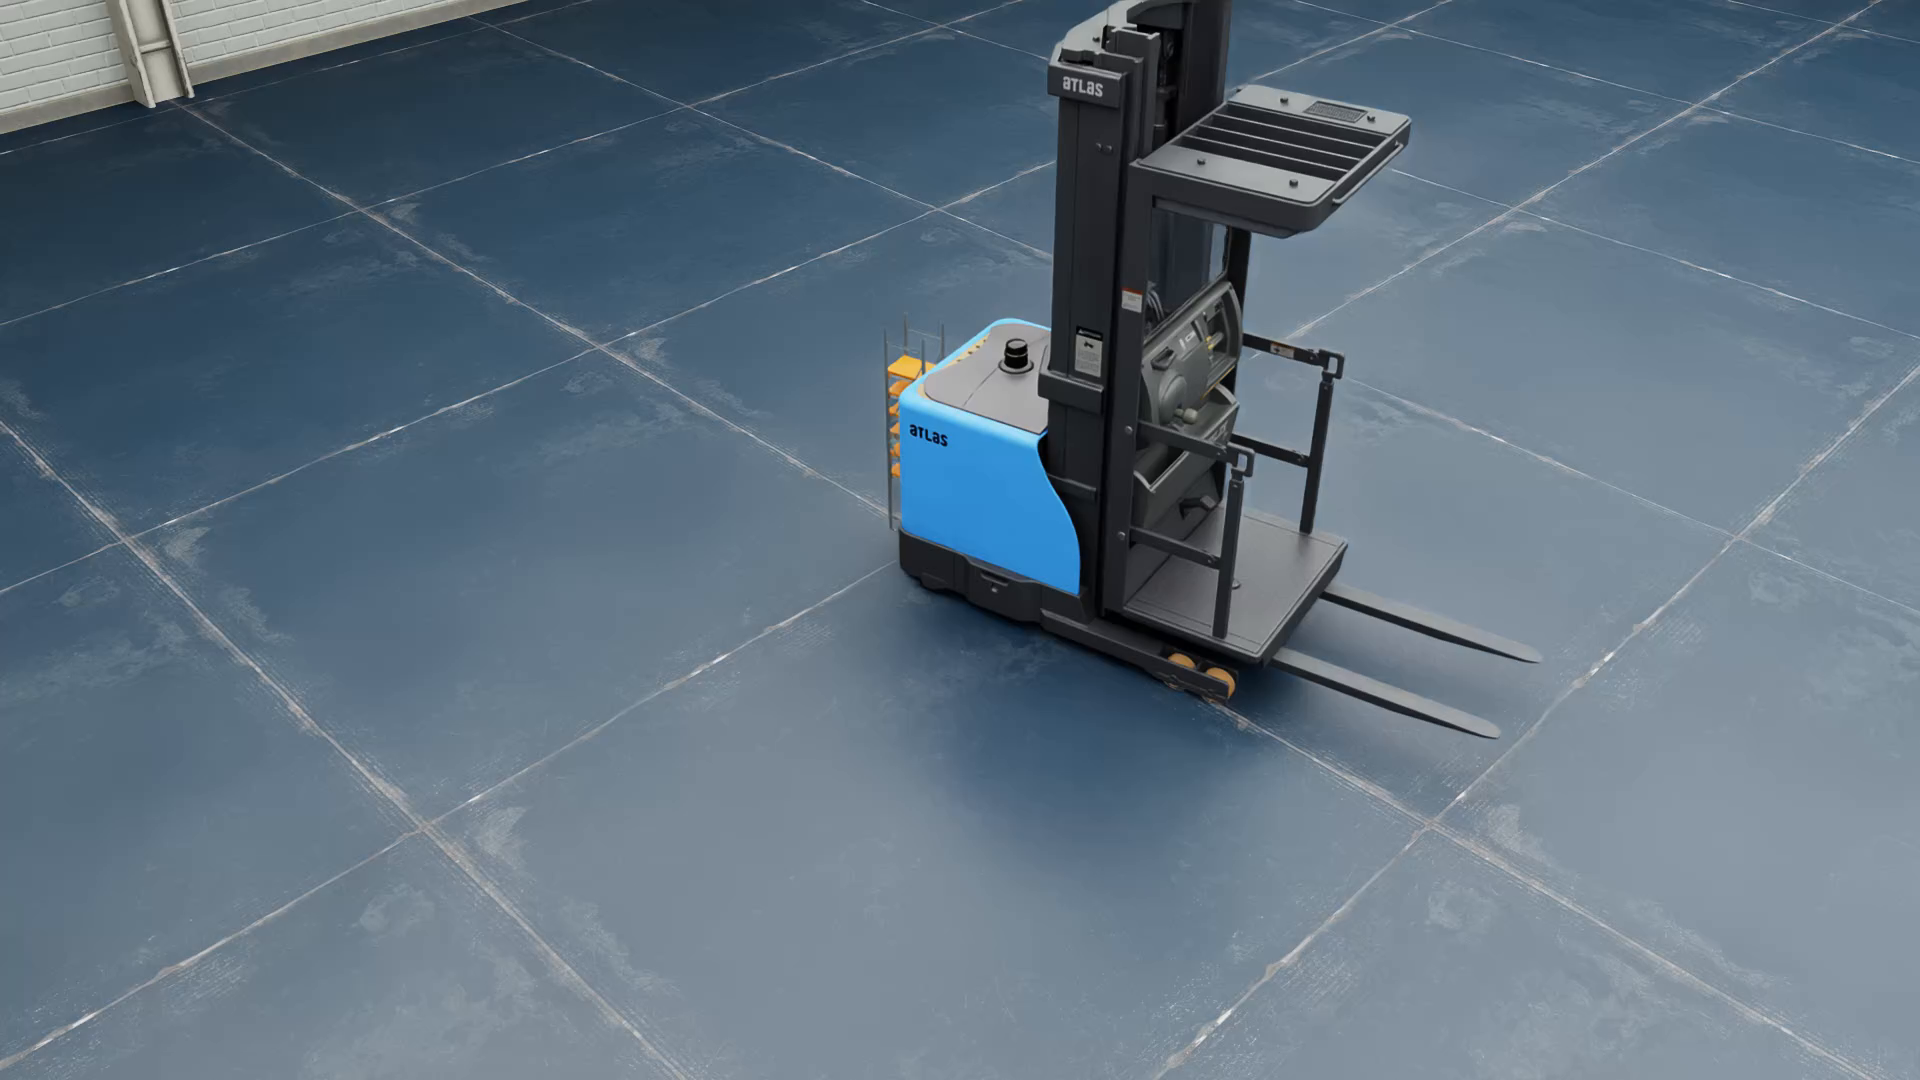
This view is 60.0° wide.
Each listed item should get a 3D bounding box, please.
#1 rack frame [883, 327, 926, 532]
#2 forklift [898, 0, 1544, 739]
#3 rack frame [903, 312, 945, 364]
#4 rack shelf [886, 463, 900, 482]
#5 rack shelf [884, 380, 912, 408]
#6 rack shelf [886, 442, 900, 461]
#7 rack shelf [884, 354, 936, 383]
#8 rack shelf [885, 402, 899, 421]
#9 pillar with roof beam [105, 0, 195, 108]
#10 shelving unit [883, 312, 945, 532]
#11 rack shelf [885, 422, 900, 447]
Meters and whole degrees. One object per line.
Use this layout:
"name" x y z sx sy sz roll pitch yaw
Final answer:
"rack frame" -0.272 -0.515 8.431 0.240 1.200 0.006 19 39 25
"forklift" 1.211 -0.793 7.316 3.031 2.935 1.130 20 40 26
"rack frame" -0.178 -0.605 8.559 0.240 1.200 0.006 19 39 25
"rack shelf" -0.225 -0.327 8.658 0.258 0.103 0.180 19 39 25
"rack shelf" -0.225 -0.721 8.383 0.258 0.103 0.180 19 39 25
"rack shelf" -0.225 -0.425 8.589 0.258 0.103 0.180 19 39 25
"rack shelf" -0.225 -0.819 8.315 0.258 0.103 0.180 19 39 25
"rack shelf" -0.225 -0.622 8.452 0.258 0.103 0.180 19 39 25
"pillar with roof beam" -3.704 -5.715 9.068 9.100 9.000 0.400 30 45 35
"shelving unit" -0.225 -0.560 8.495 0.258 1.200 0.189 19 39 25
"rack shelf" -0.225 -0.524 8.520 0.258 0.103 0.180 19 39 25
